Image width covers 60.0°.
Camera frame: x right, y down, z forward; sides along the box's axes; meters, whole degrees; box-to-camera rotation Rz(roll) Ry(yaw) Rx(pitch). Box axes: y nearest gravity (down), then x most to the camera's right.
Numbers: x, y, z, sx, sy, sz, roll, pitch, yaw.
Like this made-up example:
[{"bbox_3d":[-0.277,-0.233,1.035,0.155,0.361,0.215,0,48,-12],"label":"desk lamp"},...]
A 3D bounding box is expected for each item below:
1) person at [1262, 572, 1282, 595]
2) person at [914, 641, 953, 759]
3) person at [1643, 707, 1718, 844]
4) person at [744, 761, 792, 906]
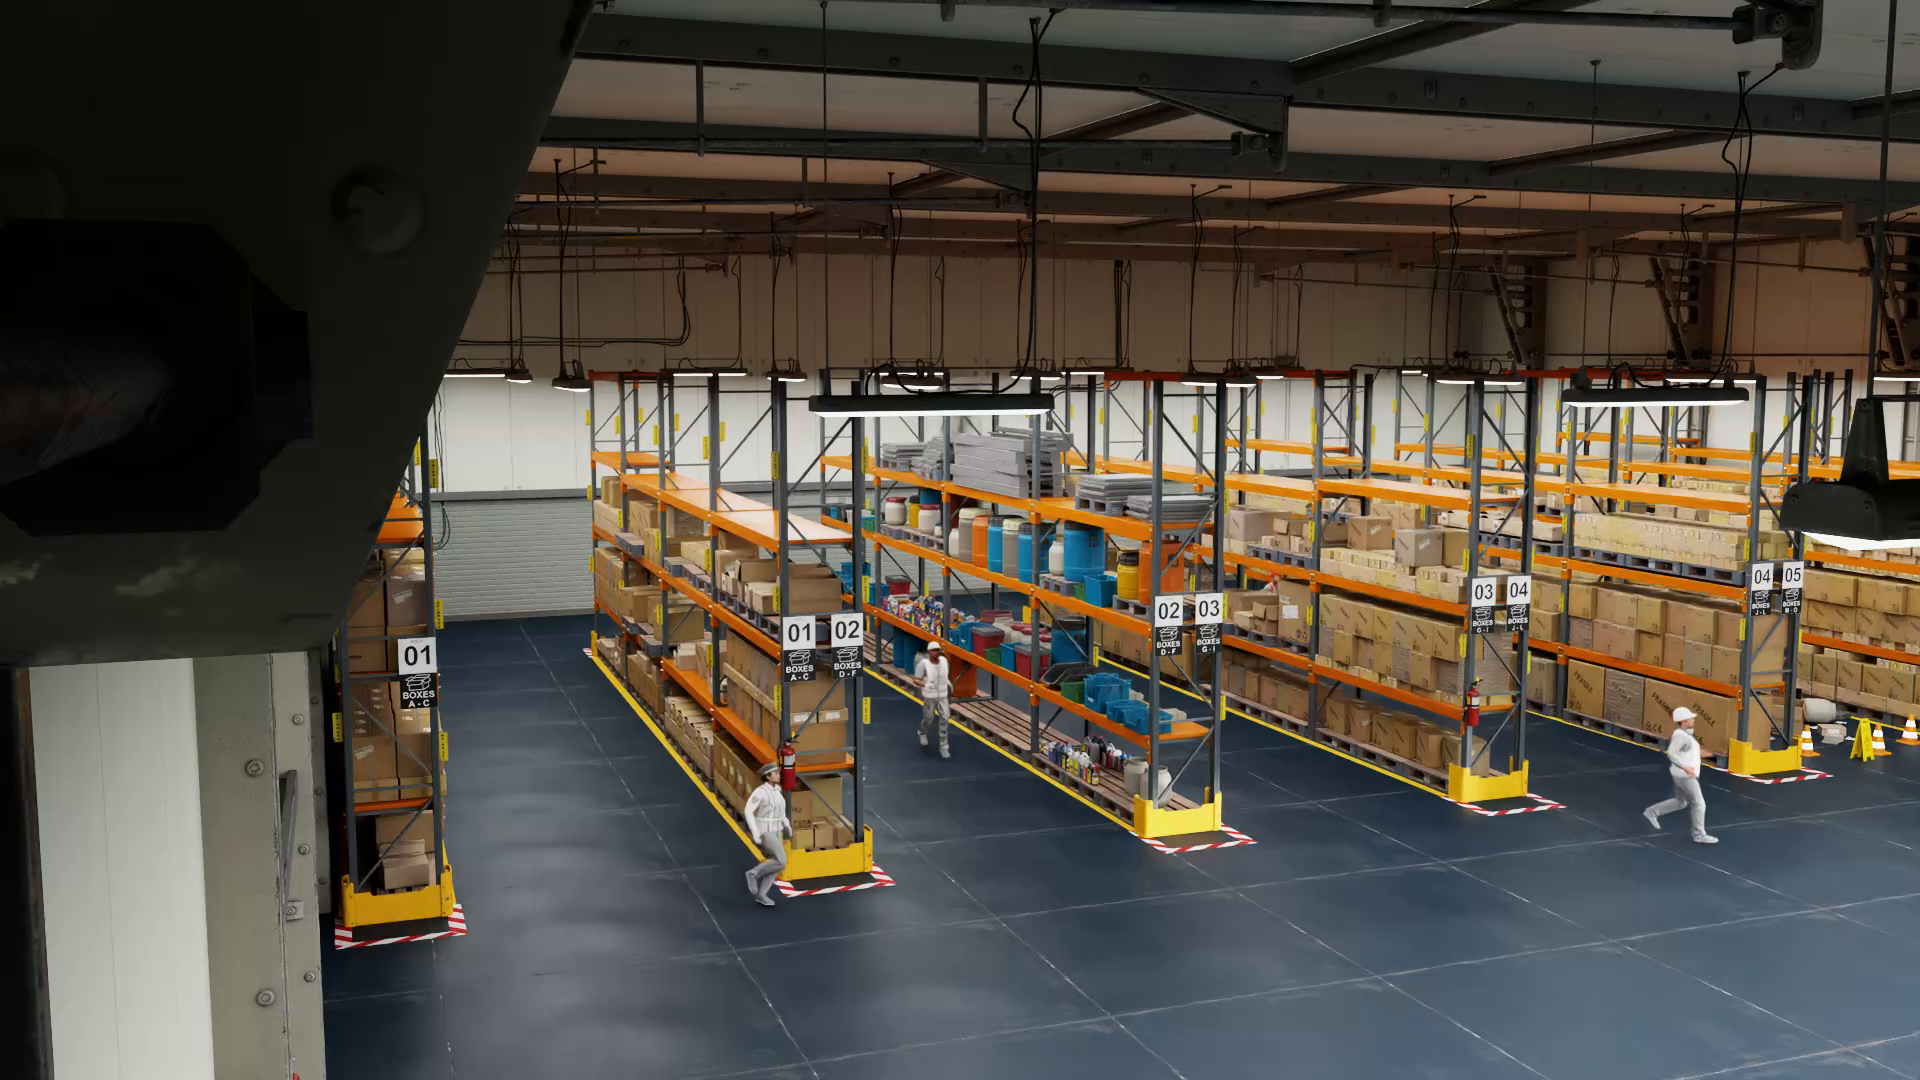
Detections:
[{"bbox_3d":[6.764,1.511,35.601,0.708,1.730,0.674,-3,7,-25],"label":"person"},{"bbox_3d":[-0.416,2.497,26.357,0.671,1.801,0.976,-3,7,-22],"label":"person"},{"bbox_3d":[9.404,3.042,21.631,0.919,1.750,0.667,2,7,21],"label":"person"},{"bbox_3d":[-2.155,3.376,19.288,0.480,1.618,0.640,3,7,24],"label":"person"}]
